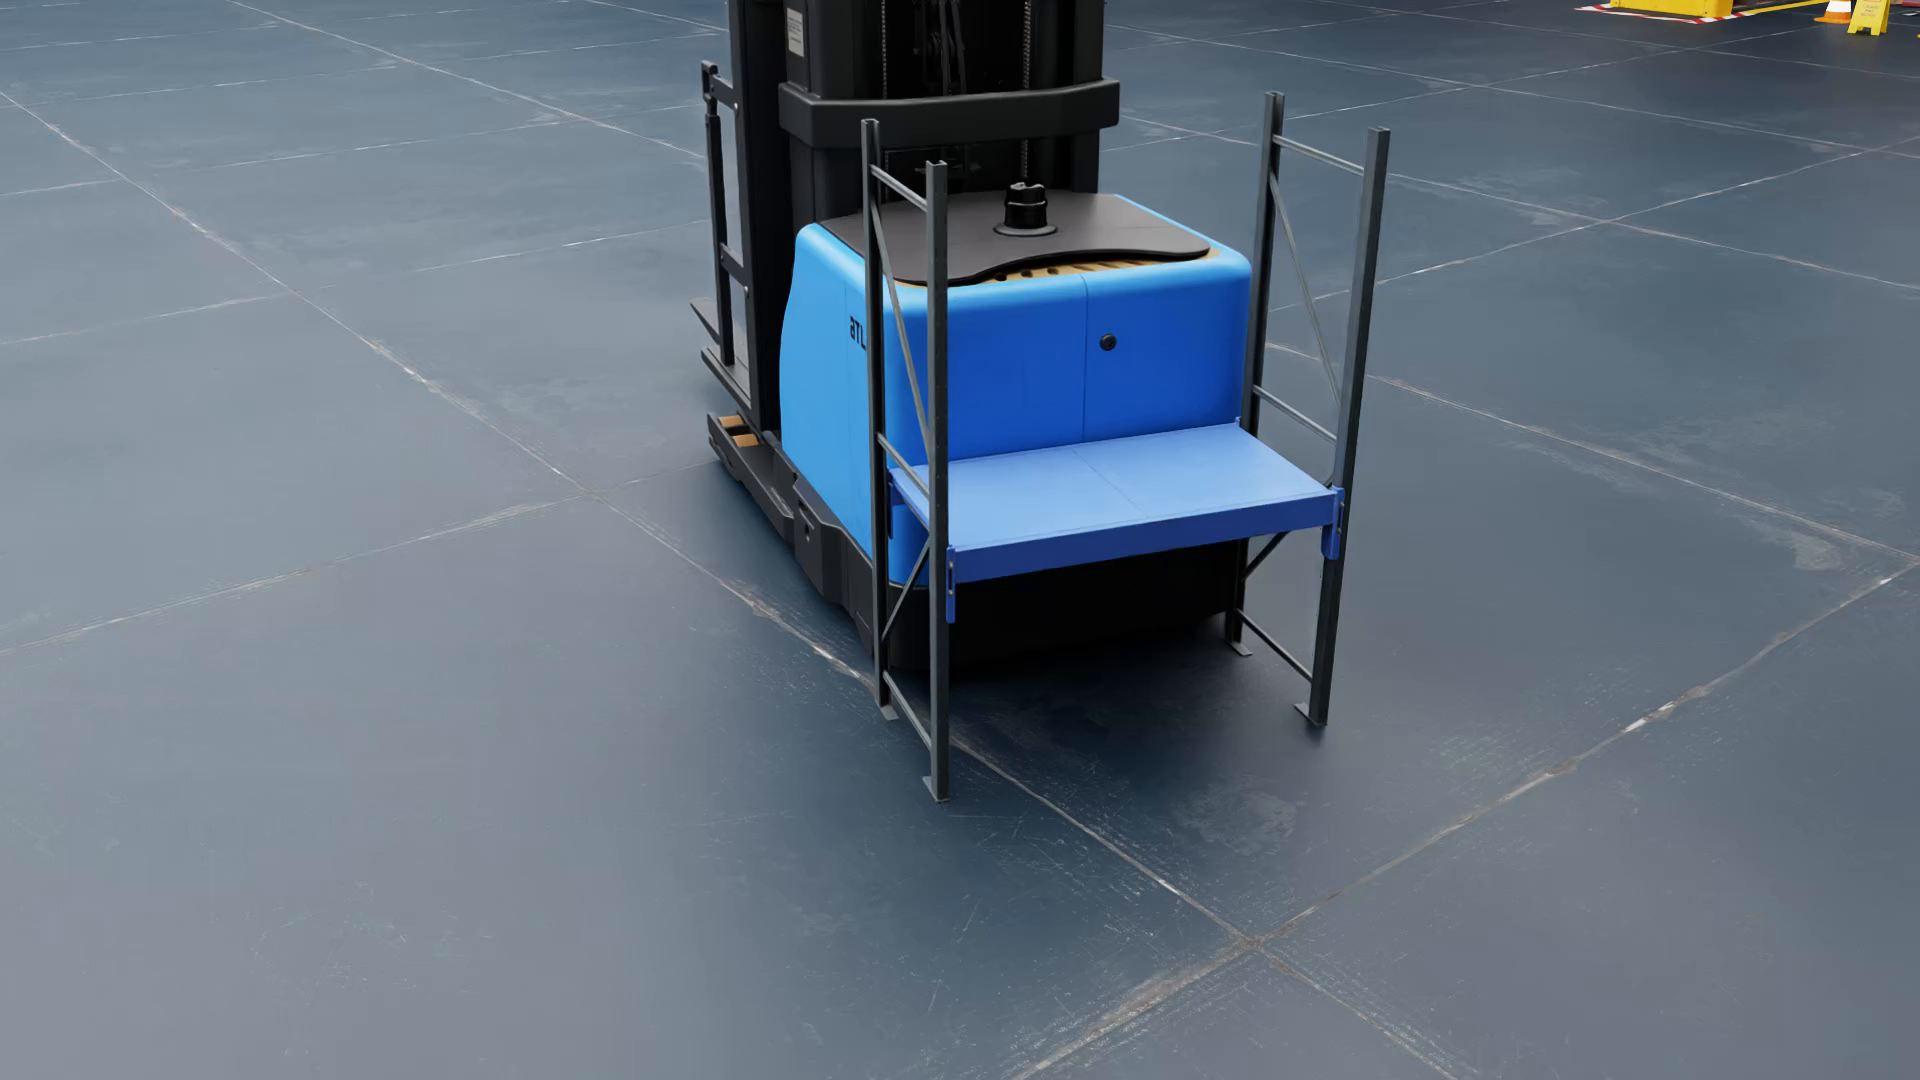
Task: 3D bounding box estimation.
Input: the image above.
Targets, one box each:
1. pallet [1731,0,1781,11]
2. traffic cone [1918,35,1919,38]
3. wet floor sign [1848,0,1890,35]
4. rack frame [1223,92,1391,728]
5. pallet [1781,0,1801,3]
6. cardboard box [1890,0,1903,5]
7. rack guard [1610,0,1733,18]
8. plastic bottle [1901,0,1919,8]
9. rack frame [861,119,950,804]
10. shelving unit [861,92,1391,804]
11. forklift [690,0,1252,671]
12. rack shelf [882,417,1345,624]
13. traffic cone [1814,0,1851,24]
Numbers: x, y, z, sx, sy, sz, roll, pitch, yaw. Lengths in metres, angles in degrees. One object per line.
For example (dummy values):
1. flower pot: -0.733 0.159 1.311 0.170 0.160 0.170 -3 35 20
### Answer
1. pallet: 7.735 -5.665 17.206 1.213 0.211 1.003 -18 31 -34
2. traffic cone: 8.878 -4.751 14.936 0.334 0.463 0.336 -18 31 -34
3. wet floor sign: 8.354 -4.965 15.182 0.267 0.644 0.232 21 32 37
4. rack frame: 0.835 -0.304 4.123 0.032 1.500 0.500 -9 26 -18
5. pallet: 8.695 -5.980 17.885 1.213 0.211 1.003 -18 31 -34
6. cardboard box: 9.714 -5.860 17.279 0.500 0.500 0.500 -13 28 -25
7. rack guard: 7.136 -5.556 16.628 0.348 0.500 1.175 -18 31 -34
8. plastic bottle: 9.764 -5.463 16.950 0.283 0.061 0.133 15 29 29
9. rack frame: -0.123 -0.160 3.813 0.032 1.500 0.500 -9 26 -18
10. shelving unit: 0.356 -0.232 3.968 1.048 1.500 0.538 -9 26 -18
11. forklift: -0.238 -1.583 5.179 1.130 2.935 3.031 -9 27 -20
12. rack shelf: 0.356 -0.069 4.044 1.000 0.185 0.538 -9 26 -18
13. traffic cone: 8.449 -5.213 15.933 0.334 0.463 0.336 -18 31 -34
